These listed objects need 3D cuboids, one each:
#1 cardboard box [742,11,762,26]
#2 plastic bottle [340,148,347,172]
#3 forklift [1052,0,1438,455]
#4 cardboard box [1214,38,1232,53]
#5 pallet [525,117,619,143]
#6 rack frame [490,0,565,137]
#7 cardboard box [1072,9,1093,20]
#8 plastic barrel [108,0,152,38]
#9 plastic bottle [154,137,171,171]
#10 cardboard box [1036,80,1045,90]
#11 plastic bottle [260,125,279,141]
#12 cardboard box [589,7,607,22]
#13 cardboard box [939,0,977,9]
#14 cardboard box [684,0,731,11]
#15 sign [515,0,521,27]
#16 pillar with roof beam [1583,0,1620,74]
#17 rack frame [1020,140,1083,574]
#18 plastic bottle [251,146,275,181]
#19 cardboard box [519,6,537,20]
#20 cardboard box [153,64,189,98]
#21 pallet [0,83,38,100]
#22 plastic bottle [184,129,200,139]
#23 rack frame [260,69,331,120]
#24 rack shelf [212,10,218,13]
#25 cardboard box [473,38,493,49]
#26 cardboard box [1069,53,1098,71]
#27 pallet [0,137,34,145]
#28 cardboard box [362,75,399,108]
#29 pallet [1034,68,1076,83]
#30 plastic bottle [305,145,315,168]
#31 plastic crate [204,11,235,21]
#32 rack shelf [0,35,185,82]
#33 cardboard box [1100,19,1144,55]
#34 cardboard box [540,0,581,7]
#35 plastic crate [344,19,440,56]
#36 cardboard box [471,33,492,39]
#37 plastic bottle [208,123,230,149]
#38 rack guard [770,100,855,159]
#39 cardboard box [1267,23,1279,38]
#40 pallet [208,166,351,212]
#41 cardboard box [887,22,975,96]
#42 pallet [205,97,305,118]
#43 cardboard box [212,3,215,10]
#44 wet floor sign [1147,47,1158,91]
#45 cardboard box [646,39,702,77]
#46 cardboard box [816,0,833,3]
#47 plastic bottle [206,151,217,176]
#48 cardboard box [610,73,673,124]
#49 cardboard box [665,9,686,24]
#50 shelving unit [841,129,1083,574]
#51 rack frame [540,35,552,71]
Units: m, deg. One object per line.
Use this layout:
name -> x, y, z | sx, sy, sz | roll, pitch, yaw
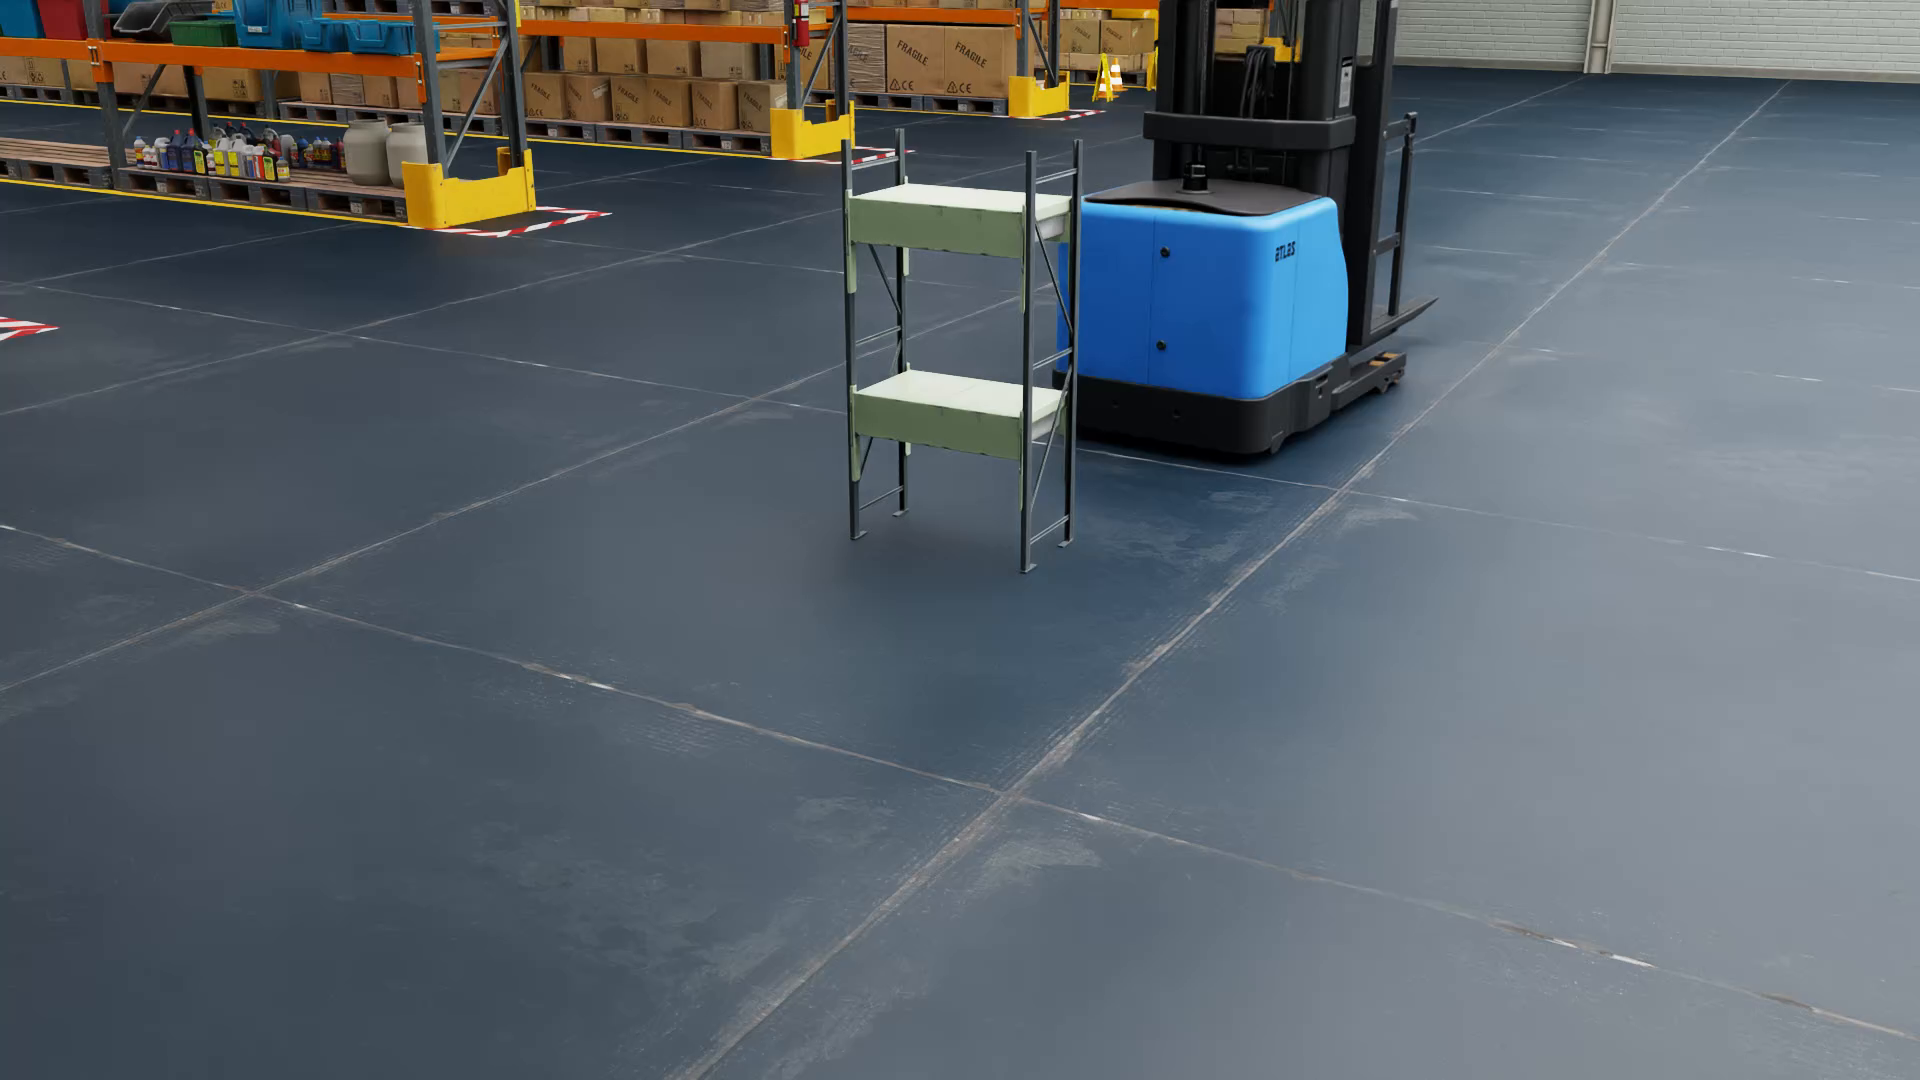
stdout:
cardboard box -> -2.060, -5.450, 17.360 | 0.250, 0.149, 0.380 | 11, 23, 27
plastic bottle -> -5.430, -3.369, 14.713 | 0.097, 0.201, 0.097 | 0, 20, 0
forklift -> 1.645, -2.198, 8.126 | 1.130, 2.935, 3.031 | 12, 23, 31
cardboard box -> 4.764, -8.944, 30.039 | 0.500, 0.250, 0.500 | 11, 23, 27
pallet -> -4.382, -4.794, 19.271 | 1.213, 0.211, 1.003 | 11, 23, 27
rack frame -> -4.985, -6.206, 19.075 | 0.127, 3.000, 1.000 | 11, 23, 27
cardboard box -> 1.942, -8.193, 25.917 | 0.250, 0.149, 0.380 | 11, 23, 28
plastic barrel -> -7.590, -5.122, 15.350 | 0.708, 0.901, 0.600 | 11, 23, 27
plastic bottle -> -7.041, -3.429, 14.768 | 0.135, 0.276, 0.152 | 12, 23, 29
cardboard box -> 1.211, -6.767, 24.803 | 0.380, 0.149, 0.250 | -11, 23, -29
plastic bottle -> -6.248, -3.586, 15.092 | 0.185, 0.351, 0.144 | 11, 22, 27
cardboard box -> -3.841, -5.762, 18.219 | 0.250, 0.149, 0.380 | 11, 23, 27
cardboard box -> 0.177, -7.204, 21.607 | 0.550, 0.550, 0.875 | 11, 23, 27
cardboard box -> -2.455, -5.875, 17.579 | 0.500, 0.500, 0.875 | 11, 23, 27
sign -> -3.636, -4.359, 13.578 | 0.005, 0.325, 0.100 | 11, 23, 27
pillar with roof beam -> 8.728, -10.894, 23.201 | 0.400, 9.000, 9.100 | 11, 23, 27
rack frame -> 0.325, -0.643, 5.939 | 0.023, 1.500, 0.400 | 11, 23, 27
plastic bottle -> -5.932, -3.218, 14.186 | 0.135, 0.276, 0.152 | 11, 23, 28
cardboard box -> -4.732, -5.917, 18.647 | 0.250, 0.149, 0.380 | 11, 23, 27
cardboard box -> -9.844, -6.341, 21.948 | 0.875, 0.875, 1.225 | 11, 23, 27
pallet -> -13.664, -6.578, 24.189 | 1.213, 0.211, 1.003 | 11, 23, 27
plastic bottle -> -6.828, -3.478, 14.794 | 0.185, 0.351, 0.144 | 11, 23, 27
rack frame -> -8.477, -6.871, 20.909 | 0.127, 3.000, 1.000 | 11, 23, 27
rack shelf -> -10.223, -6.866, 21.948 | 4.000, 0.370, 1.077 | 11, 23, 27
cardboard box -> -7.124, -7.472, 25.616 | 0.500, 0.500, 0.500 | 12, 23, 29
cardboard box -> 2.055, -7.539, 26.165 | 0.500, 0.250, 0.500 | 11, 23, 27
pallet -> -10.235, -3.945, 16.932 | 1.213, 0.211, 1.003 | 11, 23, 27
cardboard box -> -6.894, -5.617, 20.471 | 0.500, 0.500, 0.700 | 13, 24, 32
pallet -> 1.521, -7.542, 26.846 | 1.213, 0.211, 1.003 | 11, 23, 27
plastic bottle -> -5.812, -3.442, 14.914 | 0.097, 0.201, 0.097 | 0, 20, 0
plastic crate -> -6.302, -4.558, 14.751 | 0.616, 0.251, 0.499 | 11, 23, 27
rack shelf -> -9.147, -4.726, 16.049 | 4.000, 0.370, 1.077 | 11, 23, 27
cardboard box -> 2.513, -7.804, 25.797 | 0.500, 0.500, 0.500 | 11, 23, 28
cardboard box -> -4.203, -6.206, 18.492 | 0.500, 0.500, 0.875 | 11, 23, 27
plastic crate -> -4.491, -3.991, 13.185 | 0.616, 0.251, 0.499 | 11, 23, 27
cardboard box -> -7.141, -7.822, 25.481 | 0.500, 0.250, 0.500 | 11, 23, 28
plastic bottle -> -6.768, -3.629, 15.210 | 0.185, 0.351, 0.144 | 11, 23, 27
rack guard -> -1.559, -4.378, 17.702 | 0.348, 0.500, 1.175 | 11, 23, 27
cardboard box -> 5.448, -9.249, 30.147 | 0.500, 0.250, 0.500 | 11, 23, 28
pallet -> -5.765, -3.094, 14.585 | 1.213, 0.211, 1.003 | 11, 23, 27
cardboard box -> -0.379, -6.438, 22.214 | 0.875, 0.875, 0.875 | 10, 22, 26
pallet -> -9.129, -5.714, 21.807 | 1.213, 0.211, 1.003 | 11, 23, 27
cardboard box -> -9.461, -7.011, 21.148 | 0.500, 0.500, 0.500 | 11, 22, 27
wet floor sign -> 2.984, -7.034, 24.810 | 0.267, 0.644, 0.232 | -16, 26, -38
cardboard box -> -3.904, -7.044, 24.067 | 0.750, 0.750, 1.050 | 11, 23, 27
cardboard box -> -1.659, -7.594, 22.681 | 0.550, 0.550, 0.875 | 11, 23, 27
plastic bottle -> -6.498, -3.280, 14.466 | 0.097, 0.201, 0.097 | 0, 20, 0
cardboard box -> -3.571, -4.977, 18.737 | 0.500, 0.500, 0.500 | 9, 22, 23
cardboard box -> -2.942, -5.612, 17.805 | 0.250, 0.149, 0.380 | 11, 23, 27
shelving unit -> 0.006, -0.704, 6.106 | 0.755, 1.500, 0.431 | 11, 23, 27
rack frame -> -5.970, -8.331, 24.933 | 0.127, 3.000, 1.000 | 11, 23, 27
